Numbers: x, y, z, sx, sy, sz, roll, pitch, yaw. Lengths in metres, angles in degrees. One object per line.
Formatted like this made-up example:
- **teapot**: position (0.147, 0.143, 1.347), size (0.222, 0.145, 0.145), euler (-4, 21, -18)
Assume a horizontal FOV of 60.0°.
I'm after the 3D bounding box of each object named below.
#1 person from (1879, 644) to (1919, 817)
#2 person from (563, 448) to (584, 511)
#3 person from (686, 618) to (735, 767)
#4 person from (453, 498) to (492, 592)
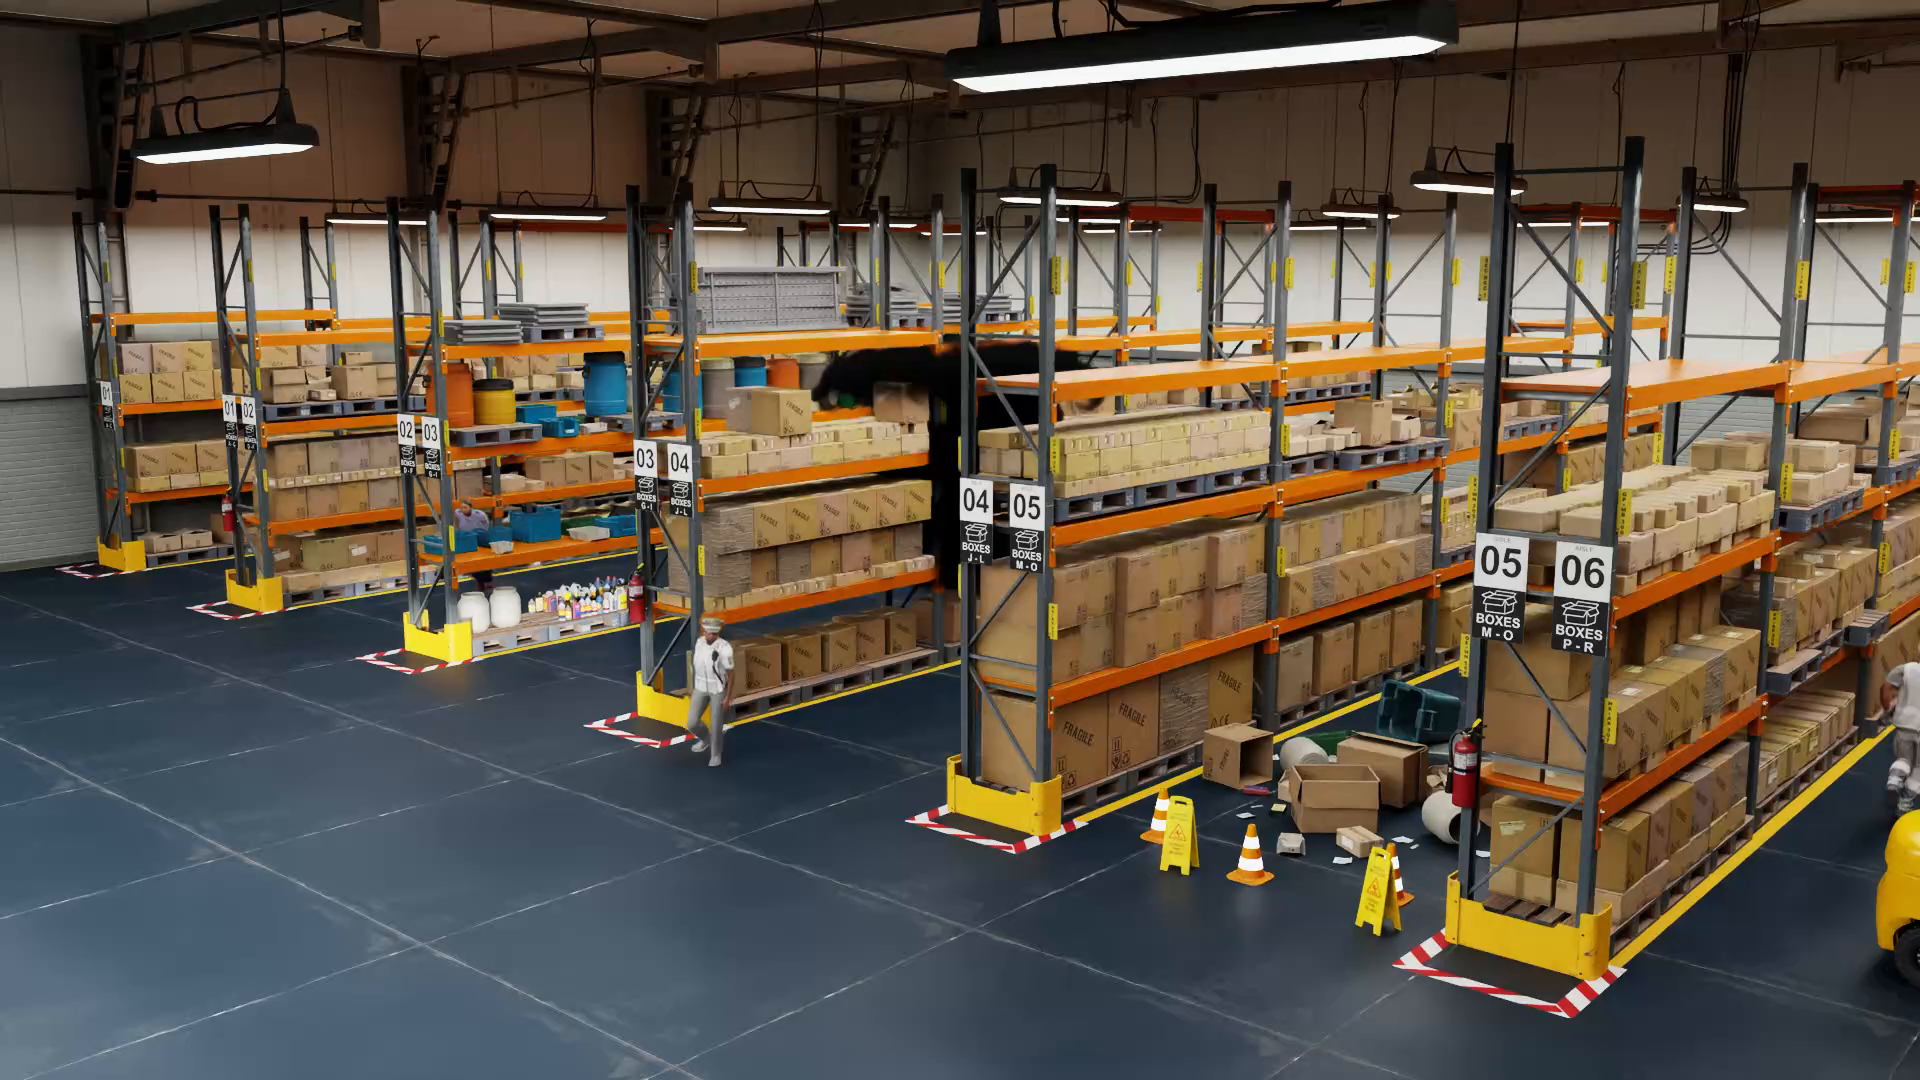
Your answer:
- **person**: position (8.943, 1.754, 15.518), size (0.661, 1.730, 0.589), euler (8, 13, 41)
- **person**: position (-7.728, -1.146, 33.065), size (0.553, 1.737, 0.813), euler (7, 12, 36)
- **person**: position (-2.567, 1.552, 17.138), size (0.625, 1.618, 0.573), euler (3, 10, 18)
- **person**: position (-7.337, 0.086, 25.005), size (0.645, 1.506, 0.827), euler (2, 10, 10)
